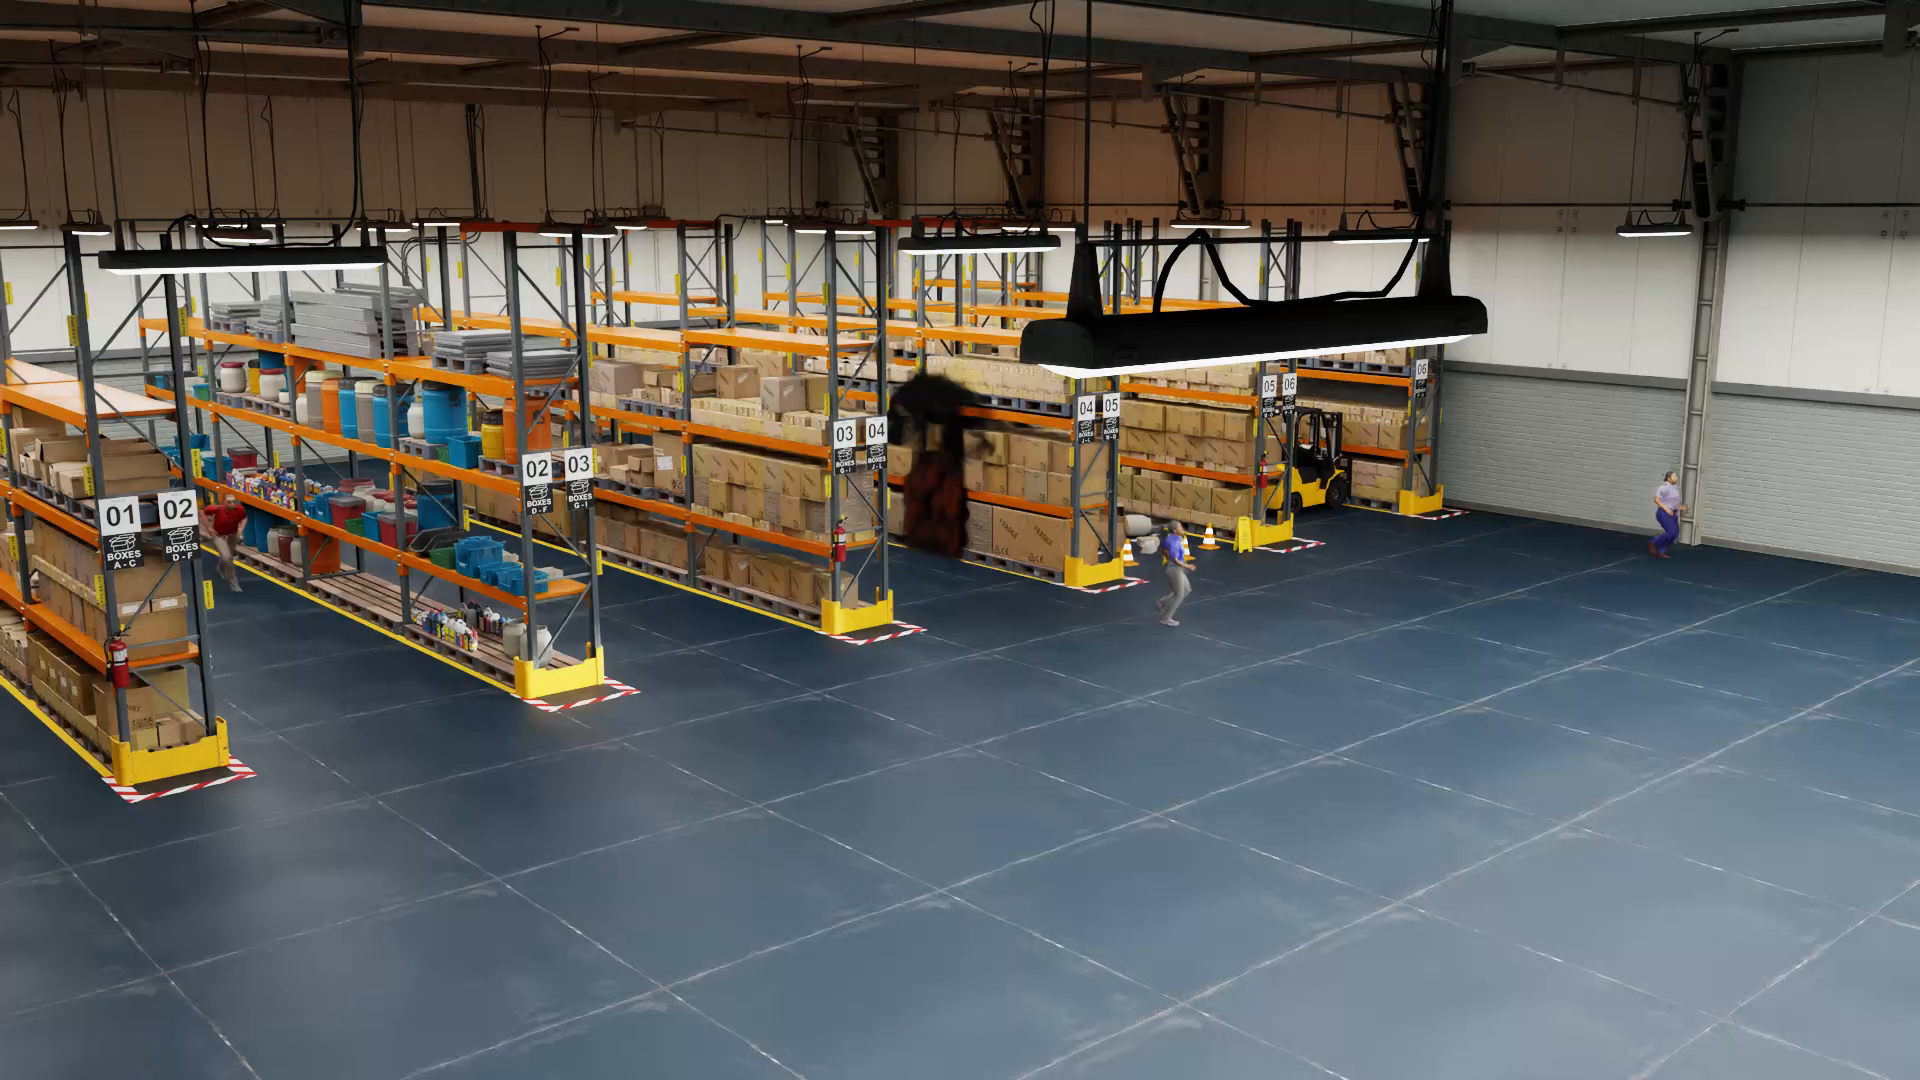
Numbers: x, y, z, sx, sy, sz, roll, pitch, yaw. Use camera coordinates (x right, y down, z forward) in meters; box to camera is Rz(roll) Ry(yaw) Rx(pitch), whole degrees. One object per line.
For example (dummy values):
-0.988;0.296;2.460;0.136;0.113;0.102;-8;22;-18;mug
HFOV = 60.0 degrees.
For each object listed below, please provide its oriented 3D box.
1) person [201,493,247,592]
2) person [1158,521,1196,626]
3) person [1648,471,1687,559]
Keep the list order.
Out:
-12.293;0.013;27.796;0.705;1.695;1.008;-10;15;-39;person
3.312;0.500;25.376;0.559;1.612;0.577;0;11;1;person
12.798;-0.447;30.051;0.541;1.587;0.574;11;16;43;person
